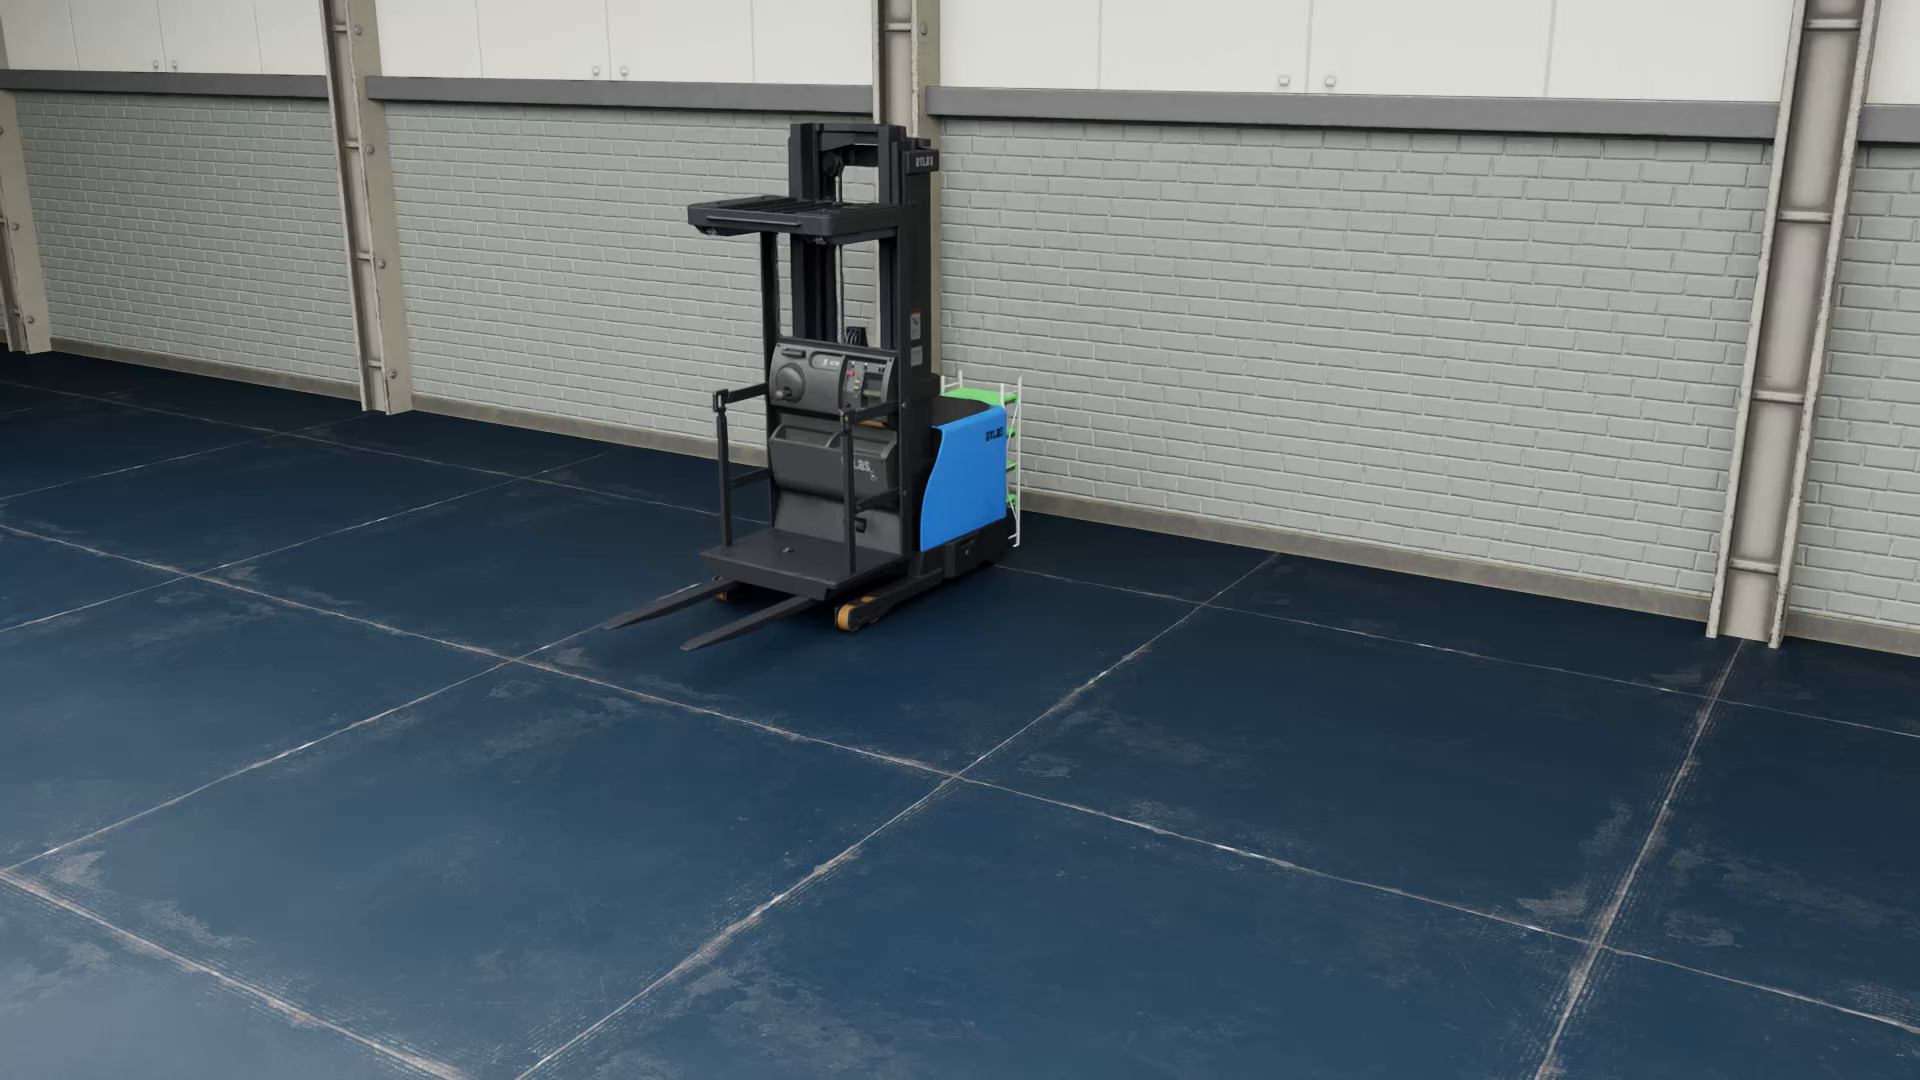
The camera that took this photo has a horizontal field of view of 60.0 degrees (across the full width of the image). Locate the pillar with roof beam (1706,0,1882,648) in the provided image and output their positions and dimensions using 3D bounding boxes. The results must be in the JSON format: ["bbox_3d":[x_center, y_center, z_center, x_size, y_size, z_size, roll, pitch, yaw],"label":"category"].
[{"bbox_3d":[2.470,-2.669,5.184,0.400,9.000,9.100,10,20,30],"label":"pillar with roof beam"}]

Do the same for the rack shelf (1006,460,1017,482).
[{"bbox_3d":[0.145,-0.489,11.648,0.480,0.148,0.258,11,20,32],"label":"rack shelf"}]

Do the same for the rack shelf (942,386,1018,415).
[{"bbox_3d":[0.145,-0.949,11.508,0.480,0.148,0.258,11,20,32],"label":"rack shelf"}]

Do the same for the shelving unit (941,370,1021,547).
[{"bbox_3d":[0.145,-0.551,11.629,0.503,1.200,0.258,11,20,32],"label":"shelving unit"}]

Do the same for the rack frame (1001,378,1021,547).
[{"bbox_3d":[0.349,-0.512,11.501,0.015,1.200,0.240,11,20,32],"label":"rack frame"}]

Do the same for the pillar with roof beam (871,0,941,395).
[{"bbox_3d":[-2.642,-3.581,8.189,0.400,9.000,9.100,10,20,30],"label":"pillar with roof beam"}]

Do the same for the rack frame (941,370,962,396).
[{"bbox_3d":[-0.058,-0.590,11.758,0.015,1.200,0.240,11,20,32],"label":"rack frame"}]

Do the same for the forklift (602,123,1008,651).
[{"bbox_3d":[-0.917,-1.003,10.140,1.130,2.935,3.031,11,20,33],"label":"forklift"}]

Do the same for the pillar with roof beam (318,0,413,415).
[{"bbox_3d":[-7.755,-4.494,11.193,0.400,9.000,9.100,10,20,30],"label":"pillar with roof beam"}]

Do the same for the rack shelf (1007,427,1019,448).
[{"bbox_3d":[0.145,-0.719,11.578,0.480,0.148,0.258,11,20,32],"label":"rack shelf"}]

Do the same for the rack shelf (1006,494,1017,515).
[{"bbox_3d":[0.145,-0.260,11.718,0.480,0.148,0.258,11,20,32],"label":"rack shelf"}]

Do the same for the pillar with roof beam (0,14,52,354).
[{"bbox_3d":[-12.868,-5.407,14.198,0.400,9.000,9.100,10,20,30],"label":"pillar with roof beam"}]
